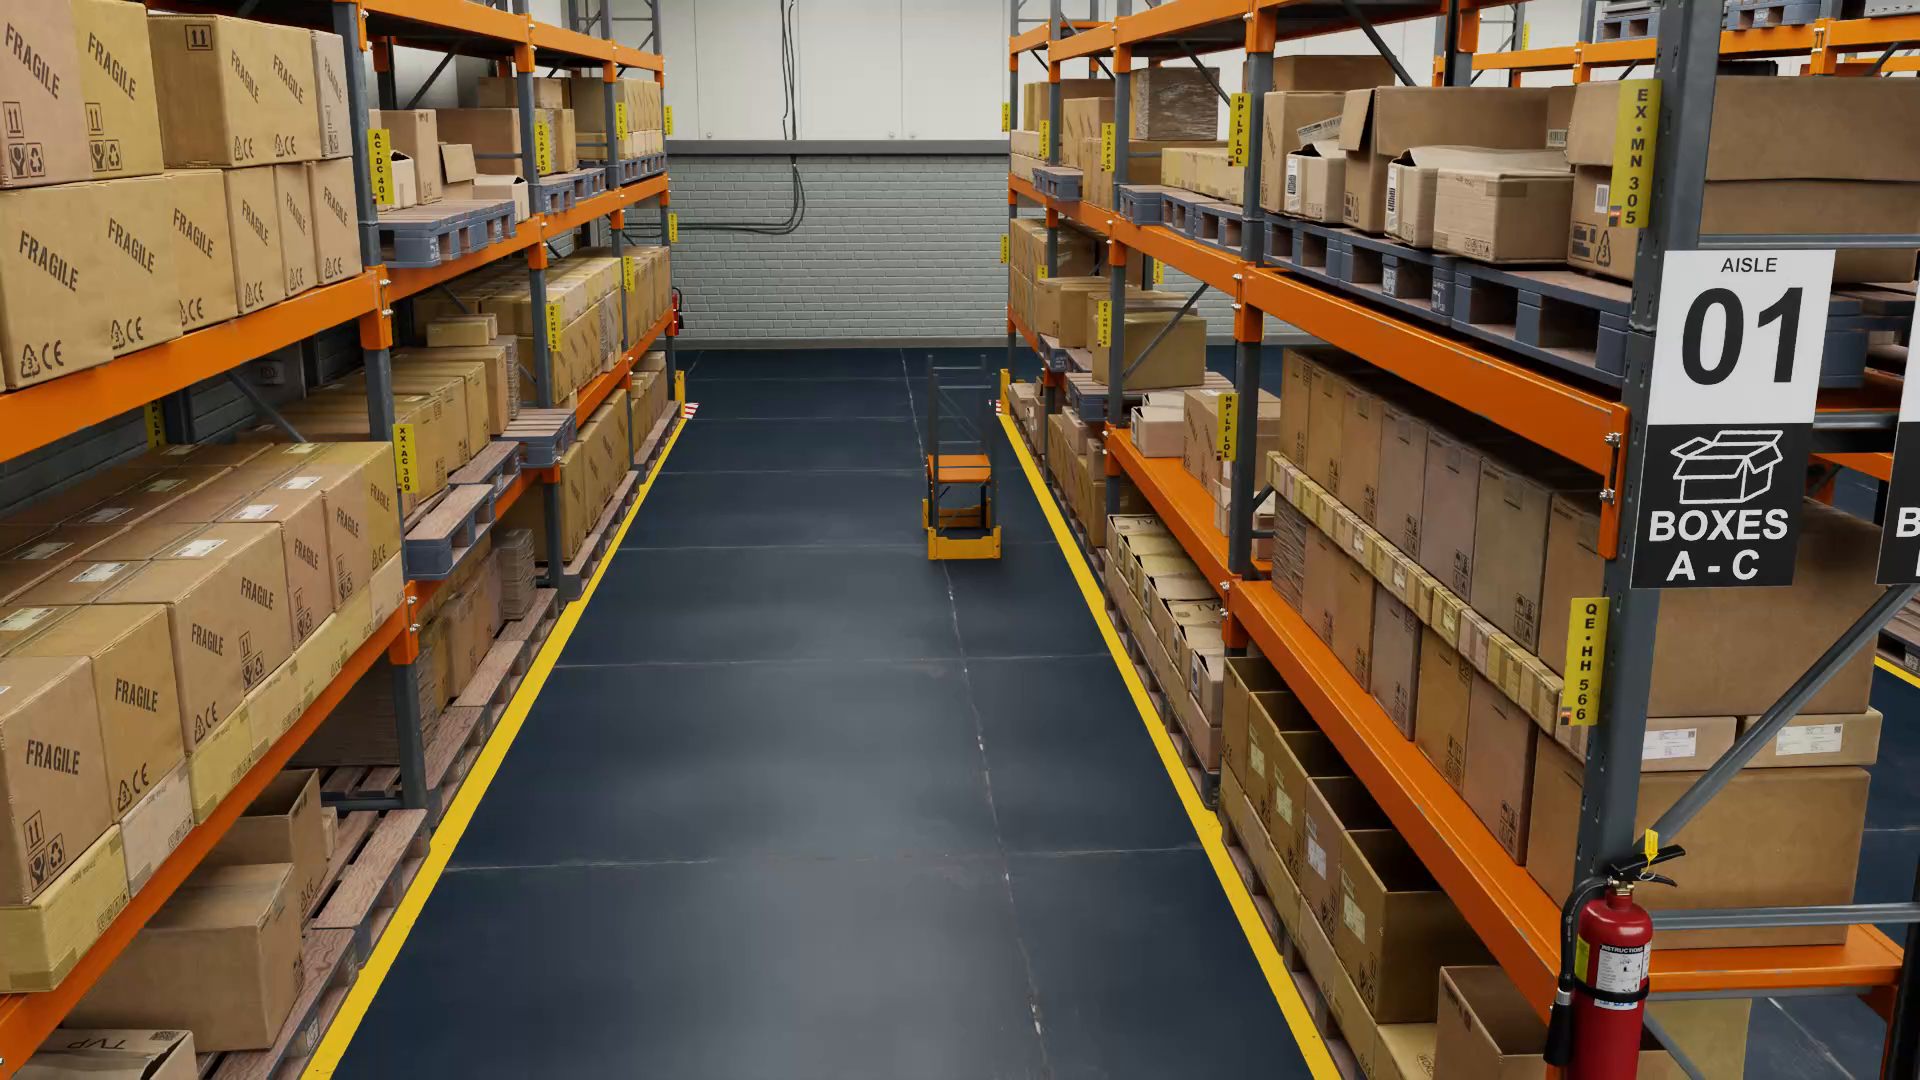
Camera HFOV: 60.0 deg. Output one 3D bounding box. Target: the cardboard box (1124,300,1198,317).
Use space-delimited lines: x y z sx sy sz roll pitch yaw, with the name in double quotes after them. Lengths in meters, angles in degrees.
1.553 -1.658 13.408 0.700 0.500 0.500 2 15 7 "cardboard box"

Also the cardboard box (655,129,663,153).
-3.558 -4.387 18.295 0.500 0.250 0.500 0 14 -2 "cardboard box"

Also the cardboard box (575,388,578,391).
-3.270 -1.237 13.277 0.380 0.149 0.250 -1 14 -3 "cardboard box"

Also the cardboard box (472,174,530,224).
-3.059 -2.188 10.630 0.500 0.311 0.500 -1 14 -3 "cardboard box"

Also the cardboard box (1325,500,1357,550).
1.707 -0.065 6.757 0.380 0.149 0.250 -1 14 -5 "cardboard box"

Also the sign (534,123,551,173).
-2.831 -2.655 11.267 0.100 0.325 0.005 -1 14 -3 "sign"

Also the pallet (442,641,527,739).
-3.253 0.904 10.090 1.003 0.211 1.213 -1 14 -3 "pallet"

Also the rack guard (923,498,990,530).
-0.026 -0.226 14.403 0.587 0.250 0.087 -1 14 -3 "rack guard"

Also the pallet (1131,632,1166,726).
1.656 0.837 10.348 1.003 0.211 1.213 -1 14 -3 "pallet"

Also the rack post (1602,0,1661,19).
6.288 -4.750 14.581 0.937 0.300 0.954 -1 14 -4 "rack post"

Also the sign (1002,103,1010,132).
0.534 -4.878 19.193 0.100 0.325 0.005 -1 14 -3 "sign"

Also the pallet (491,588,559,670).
-3.326 0.601 11.266 1.003 0.211 1.213 -1 14 -3 "pallet"

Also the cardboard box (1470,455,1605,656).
2.009 0.032 5.080 0.700 0.500 0.500 -1 14 -5 "cardboard box"

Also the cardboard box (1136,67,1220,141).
1.550 -3.115 11.887 0.500 0.500 0.500 -1 14 -3 "cardboard box"

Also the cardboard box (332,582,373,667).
-2.771 0.351 6.902 0.500 0.250 0.500 -1 14 -3 "cardboard box"

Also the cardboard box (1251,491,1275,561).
1.745 -0.075 8.601 0.500 0.250 0.500 0 14 0 "cardboard box"

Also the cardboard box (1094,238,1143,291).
1.575 -2.670 16.177 0.500 0.500 0.500 -1 14 -2 "cardboard box"

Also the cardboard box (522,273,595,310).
-3.251 -2.011 13.479 0.500 0.250 0.500 -1 14 -5 "cardboard box"

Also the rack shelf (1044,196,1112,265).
1.447 -2.623 13.624 1.077 0.370 4.000 -1 14 -3 "rack shelf"

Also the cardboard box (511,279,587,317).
-3.213 -1.884 12.986 0.500 0.250 0.500 -1 14 -3 "cardboard box"

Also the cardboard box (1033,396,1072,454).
1.005 -1.156 16.632 0.500 0.500 0.500 -1 14 -3 "cardboard box"

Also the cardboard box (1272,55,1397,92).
1.820 -2.127 8.207 0.500 0.500 0.500 -1 14 -3 "cardboard box"

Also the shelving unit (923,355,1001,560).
0.005 -0.707 13.766 0.587 1.500 1.083 -1 14 -3 "shelving unit"

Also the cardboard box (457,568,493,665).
-3.301 0.485 10.255 0.700 0.500 0.500 -1 14 -4 "cardboard box"

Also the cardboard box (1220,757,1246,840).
1.545 1.222 7.933 0.500 0.250 0.500 -1 14 -3 "cardboard box"

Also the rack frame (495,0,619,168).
-3.621 -4.844 14.793 1.000 3.000 0.127 -1 14 -3 "rack frame"

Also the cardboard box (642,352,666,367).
-3.535 -2.039 18.802 0.380 0.149 0.250 -1 14 -4 "cardboard box"

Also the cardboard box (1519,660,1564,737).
1.835 0.449 4.760 0.380 0.149 0.250 -1 14 -2 "cardboard box"

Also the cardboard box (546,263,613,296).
-3.314 -2.264 14.464 0.500 0.250 0.500 -1 14 -2 "cardboard box"

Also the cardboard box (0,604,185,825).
-2.627 0.499 4.822 0.500 0.500 0.500 -1 14 -3 "cardboard box"

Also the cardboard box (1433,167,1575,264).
1.732 -0.965 4.915 0.500 0.250 0.500 -1 14 -3 "cardboard box"

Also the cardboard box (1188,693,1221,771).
1.504 1.003 8.783 0.500 0.250 0.500 -1 14 -4 "cardboard box"

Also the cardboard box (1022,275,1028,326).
0.935 -2.567 17.784 0.500 0.500 0.500 -1 14 -3 "cardboard box"

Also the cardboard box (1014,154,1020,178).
0.872 -4.135 18.357 0.500 0.250 0.500 -1 14 -3 "cardboard box"

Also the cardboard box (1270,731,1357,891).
1.597 1.108 6.872 0.500 0.500 0.500 -1 14 -3 "cardboard box"

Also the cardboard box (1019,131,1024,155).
0.909 -4.252 17.812 0.500 0.250 0.500 -1 14 -3 "cardboard box"

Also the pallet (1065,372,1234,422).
1.459 -1.096 12.650 1.213 0.211 1.003 -1 14 -3 "pallet"

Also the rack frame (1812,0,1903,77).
6.515 -4.002 11.521 1.000 3.000 0.127 -1 14 -3 "rack frame"

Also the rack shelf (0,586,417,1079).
-3.001 0.897 5.964 1.077 0.370 4.000 -1 14 -3 "rack shelf"

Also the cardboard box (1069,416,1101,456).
1.204 -0.884 14.071 0.500 0.250 0.500 -1 14 -4 "cardboard box"

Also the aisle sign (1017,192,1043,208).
0.778 -4.282 19.432 0.394 0.787 0.004 -1 14 -3 "aisle sign"

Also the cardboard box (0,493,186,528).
-3.251 0.124 6.282 0.500 0.500 0.500 0 14 -2 "cardboard box"

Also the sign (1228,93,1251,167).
1.278 -1.871 7.589 0.100 0.325 0.005 -1 14 -3 "sign"

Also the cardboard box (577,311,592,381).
-3.200 -1.524 13.094 0.500 0.500 0.500 -1 14 -4 "cardboard box"

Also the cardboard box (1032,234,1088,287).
0.999 -2.798 16.673 0.500 0.500 0.500 -1 14 -5 "cardboard box"

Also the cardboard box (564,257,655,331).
-3.733 -2.581 17.437 0.980 0.700 0.700 -2 15 -6 "cardboard box"

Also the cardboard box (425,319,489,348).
-3.287 -1.354 10.885 0.380 0.149 0.250 -3 15 -13 "cardboard box"

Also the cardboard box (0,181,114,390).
-2.646 -0.686 4.412 0.500 0.500 0.500 0 14 0 "cardboard box"

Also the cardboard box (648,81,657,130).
-3.531 -4.626 17.718 0.500 0.500 0.500 0 14 -2 "cardboard box"

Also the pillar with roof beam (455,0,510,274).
-0.231 -5.071 15.676 9.100 9.000 0.400 -1 14 -3 "pillar with roof beam"

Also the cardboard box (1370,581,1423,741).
1.952 0.419 6.178 0.700 0.500 0.500 0 14 -2 "cardboard box"

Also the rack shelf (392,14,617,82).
-3.497 -3.804 13.000 1.077 0.370 4.000 -1 14 -3 "rack shelf"

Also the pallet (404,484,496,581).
-3.027 -0.048 8.579 1.003 0.211 1.213 -1 14 -3 "pallet"

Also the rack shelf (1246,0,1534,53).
1.943 -1.892 5.568 1.077 0.370 4.000 -1 14 -3 "rack shelf"

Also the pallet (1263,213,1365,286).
1.898 -1.224 6.923 1.003 0.211 1.213 -1 14 -3 "pallet"
